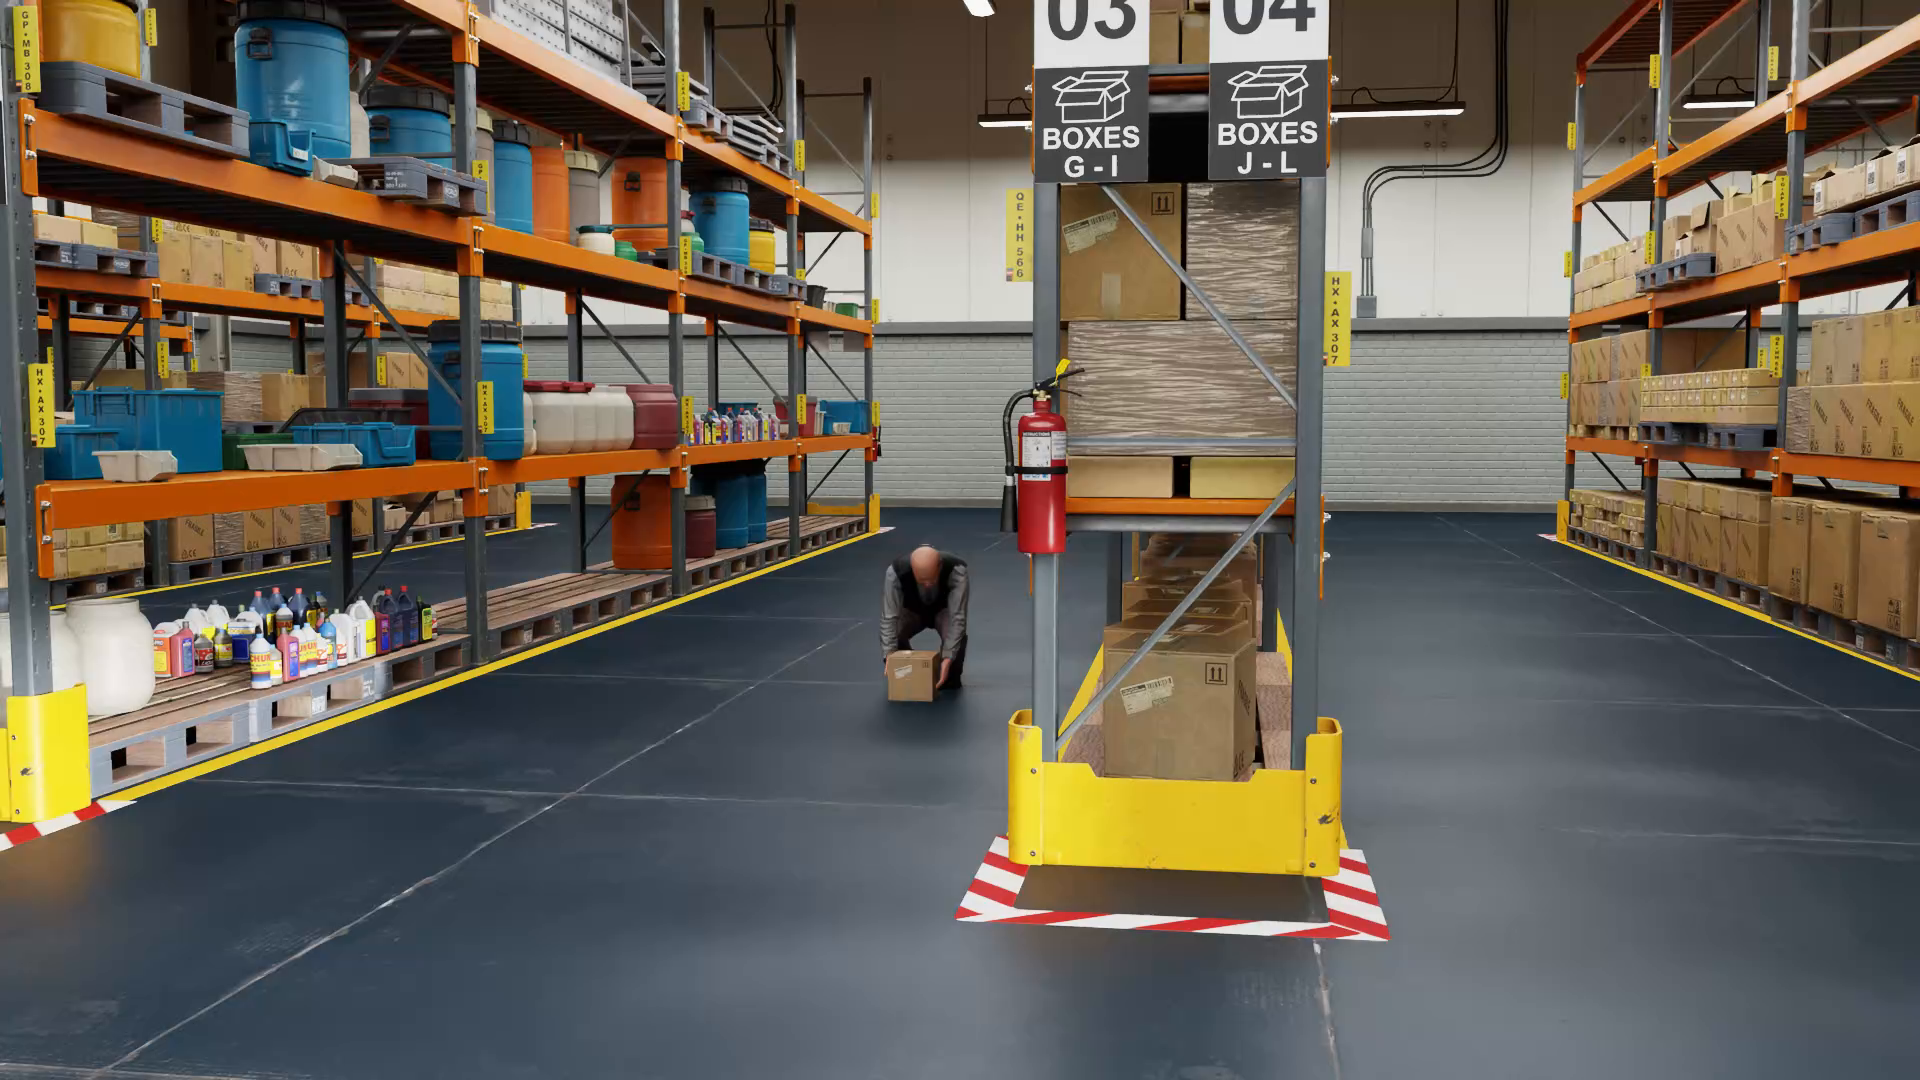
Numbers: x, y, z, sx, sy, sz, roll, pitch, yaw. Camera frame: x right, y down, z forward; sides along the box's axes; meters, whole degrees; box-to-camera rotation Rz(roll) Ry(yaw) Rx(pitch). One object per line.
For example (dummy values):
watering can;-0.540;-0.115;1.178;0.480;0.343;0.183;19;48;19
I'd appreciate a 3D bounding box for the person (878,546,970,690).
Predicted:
person;-0.194;0.440;9.712;0.535;0.864;0.871;1;4;9
